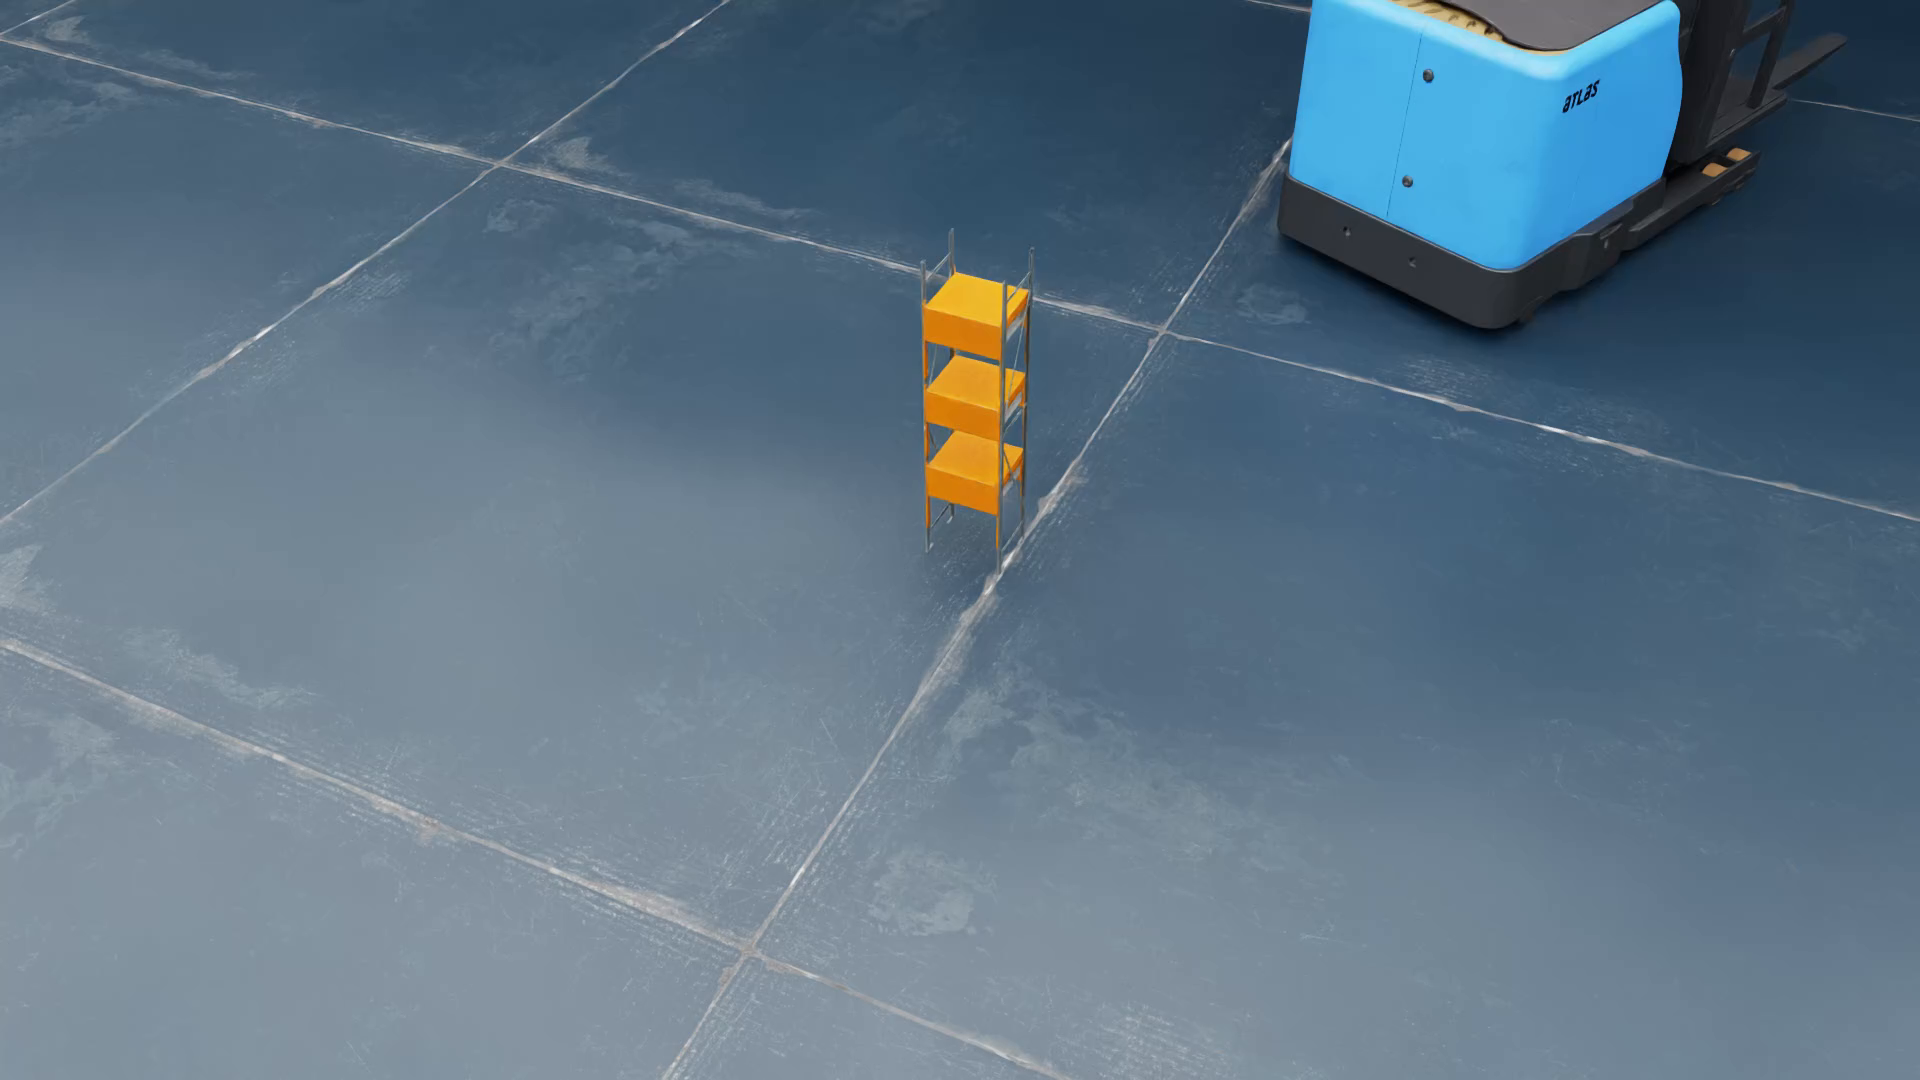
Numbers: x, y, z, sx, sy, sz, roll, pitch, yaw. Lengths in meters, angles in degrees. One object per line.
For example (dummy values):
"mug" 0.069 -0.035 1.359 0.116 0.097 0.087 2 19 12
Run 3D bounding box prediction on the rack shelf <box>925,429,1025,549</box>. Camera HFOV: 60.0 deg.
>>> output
"rack shelf" 0.048 -0.164 5.078 0.240 0.259 0.215 17 44 19

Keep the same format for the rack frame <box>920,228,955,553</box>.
"rack frame" -0.062 -0.416 4.928 0.008 1.050 0.200 17 44 19

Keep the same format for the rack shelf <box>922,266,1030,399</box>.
"rack shelf" 0.048 -0.588 4.710 0.240 0.259 0.215 17 44 19

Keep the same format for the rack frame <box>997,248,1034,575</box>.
"rack frame" 0.159 -0.348 4.850 0.008 1.050 0.200 17 44 19

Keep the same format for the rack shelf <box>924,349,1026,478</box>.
"rack shelf" 0.048 -0.374 4.896 0.240 0.259 0.215 17 44 19

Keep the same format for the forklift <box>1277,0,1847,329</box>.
"forklift" 2.681 -2.711 6.140 3.031 2.935 1.130 -31 50 -31

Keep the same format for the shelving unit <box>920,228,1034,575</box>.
"shelving unit" 0.048 -0.382 4.889 0.252 1.050 0.215 17 44 19
